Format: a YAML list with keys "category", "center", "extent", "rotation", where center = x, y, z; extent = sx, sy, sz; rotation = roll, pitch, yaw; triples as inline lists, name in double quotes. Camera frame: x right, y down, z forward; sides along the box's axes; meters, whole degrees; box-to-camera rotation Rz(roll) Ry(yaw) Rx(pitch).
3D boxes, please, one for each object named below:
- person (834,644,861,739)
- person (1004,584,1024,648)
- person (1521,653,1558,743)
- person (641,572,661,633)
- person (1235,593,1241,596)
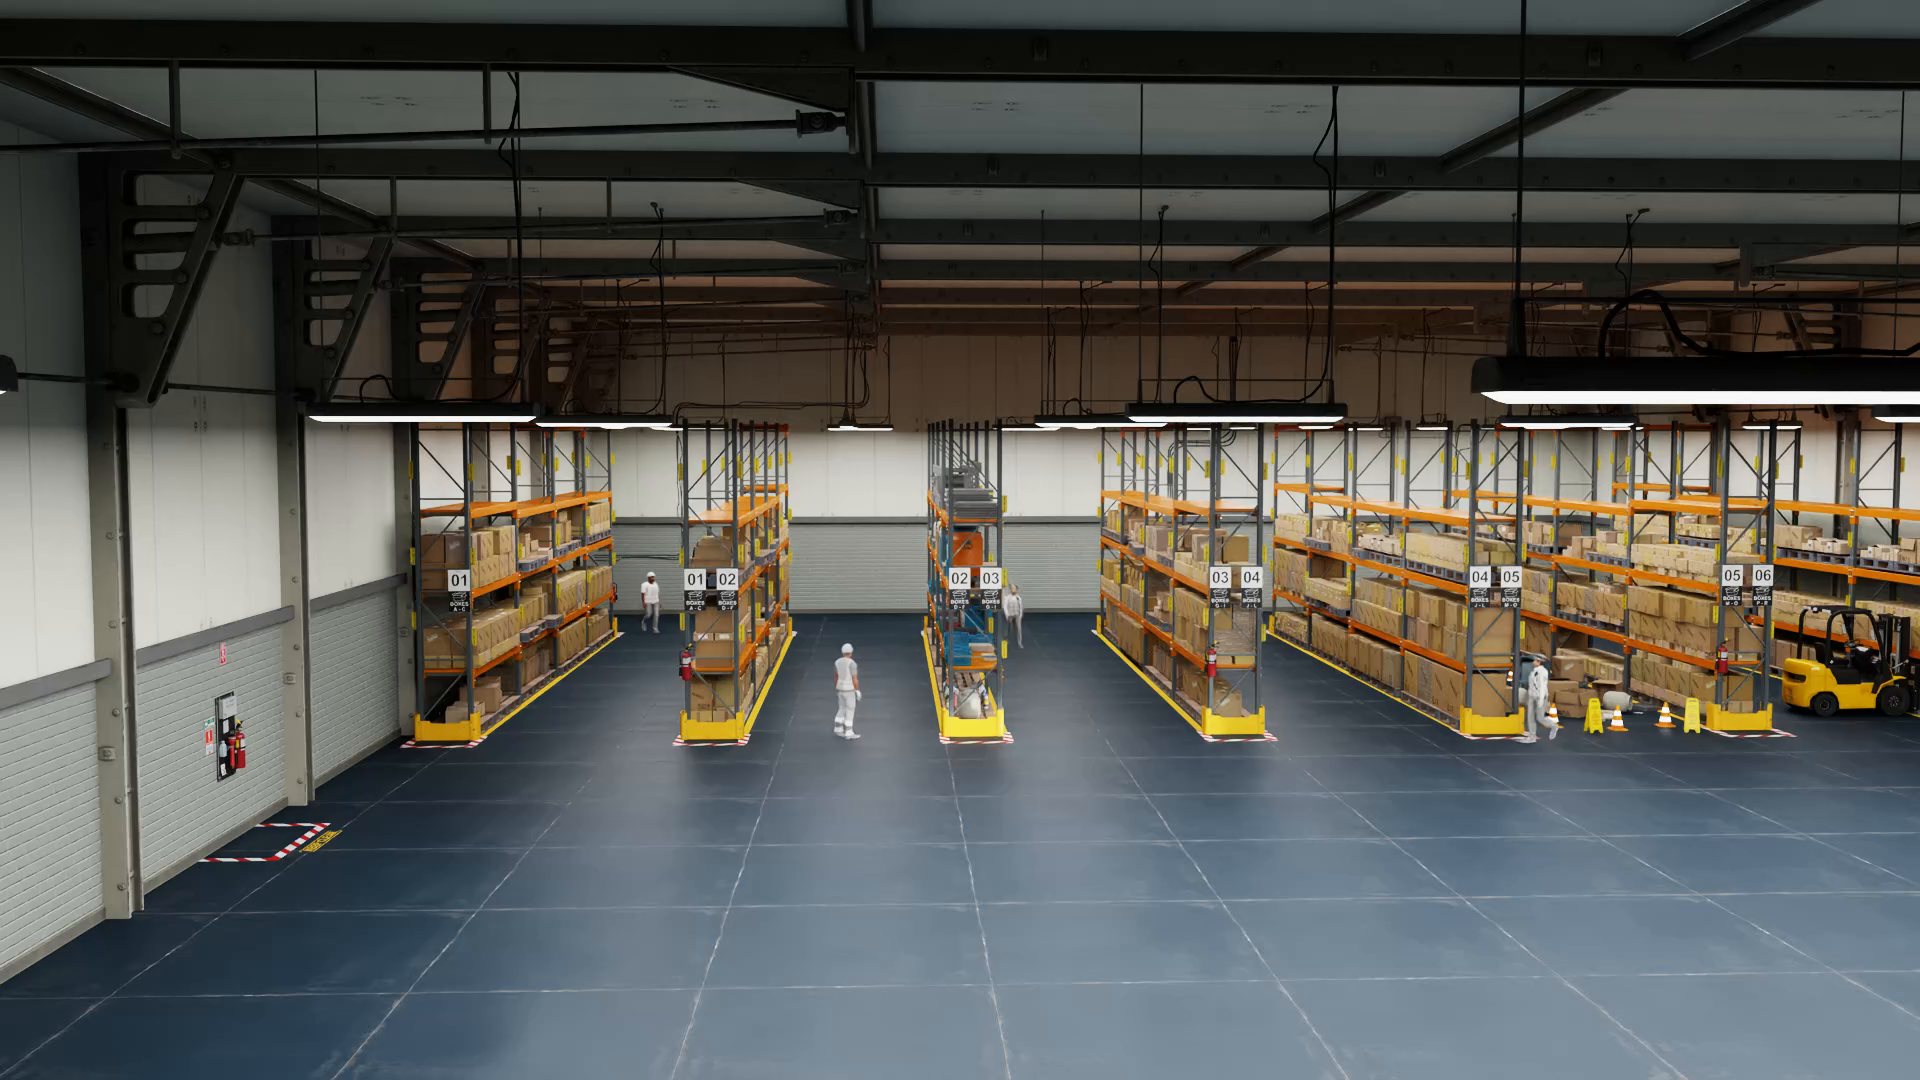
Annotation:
- category: "person"
  center: [-2.112, 2.848, 31.233]
  extent: [0.416, 1.825, 0.614]
  rotation: [-2, 4, -34]
- category: "person"
  center: [1.387, 1.966, 43.358]
  extent: [0.533, 1.643, 0.873]
  rotation: [-1, 4, -19]
- category: "person"
  center: [10.704, 2.908, 30.657]
  extent: [0.655, 1.681, 0.449]
  rotation: [-2, 4, -24]
- category: "person"
  center: [-8.851, 1.789, 47.546]
  extent: [0.598, 1.754, 0.567]
  rotation: [-3, 4, -35]
- category: "person"
  center: [8.171, 1.724, 48.573]
  extent: [0.509, 1.747, 0.589]
  rotation: [-2, 4, -26]
